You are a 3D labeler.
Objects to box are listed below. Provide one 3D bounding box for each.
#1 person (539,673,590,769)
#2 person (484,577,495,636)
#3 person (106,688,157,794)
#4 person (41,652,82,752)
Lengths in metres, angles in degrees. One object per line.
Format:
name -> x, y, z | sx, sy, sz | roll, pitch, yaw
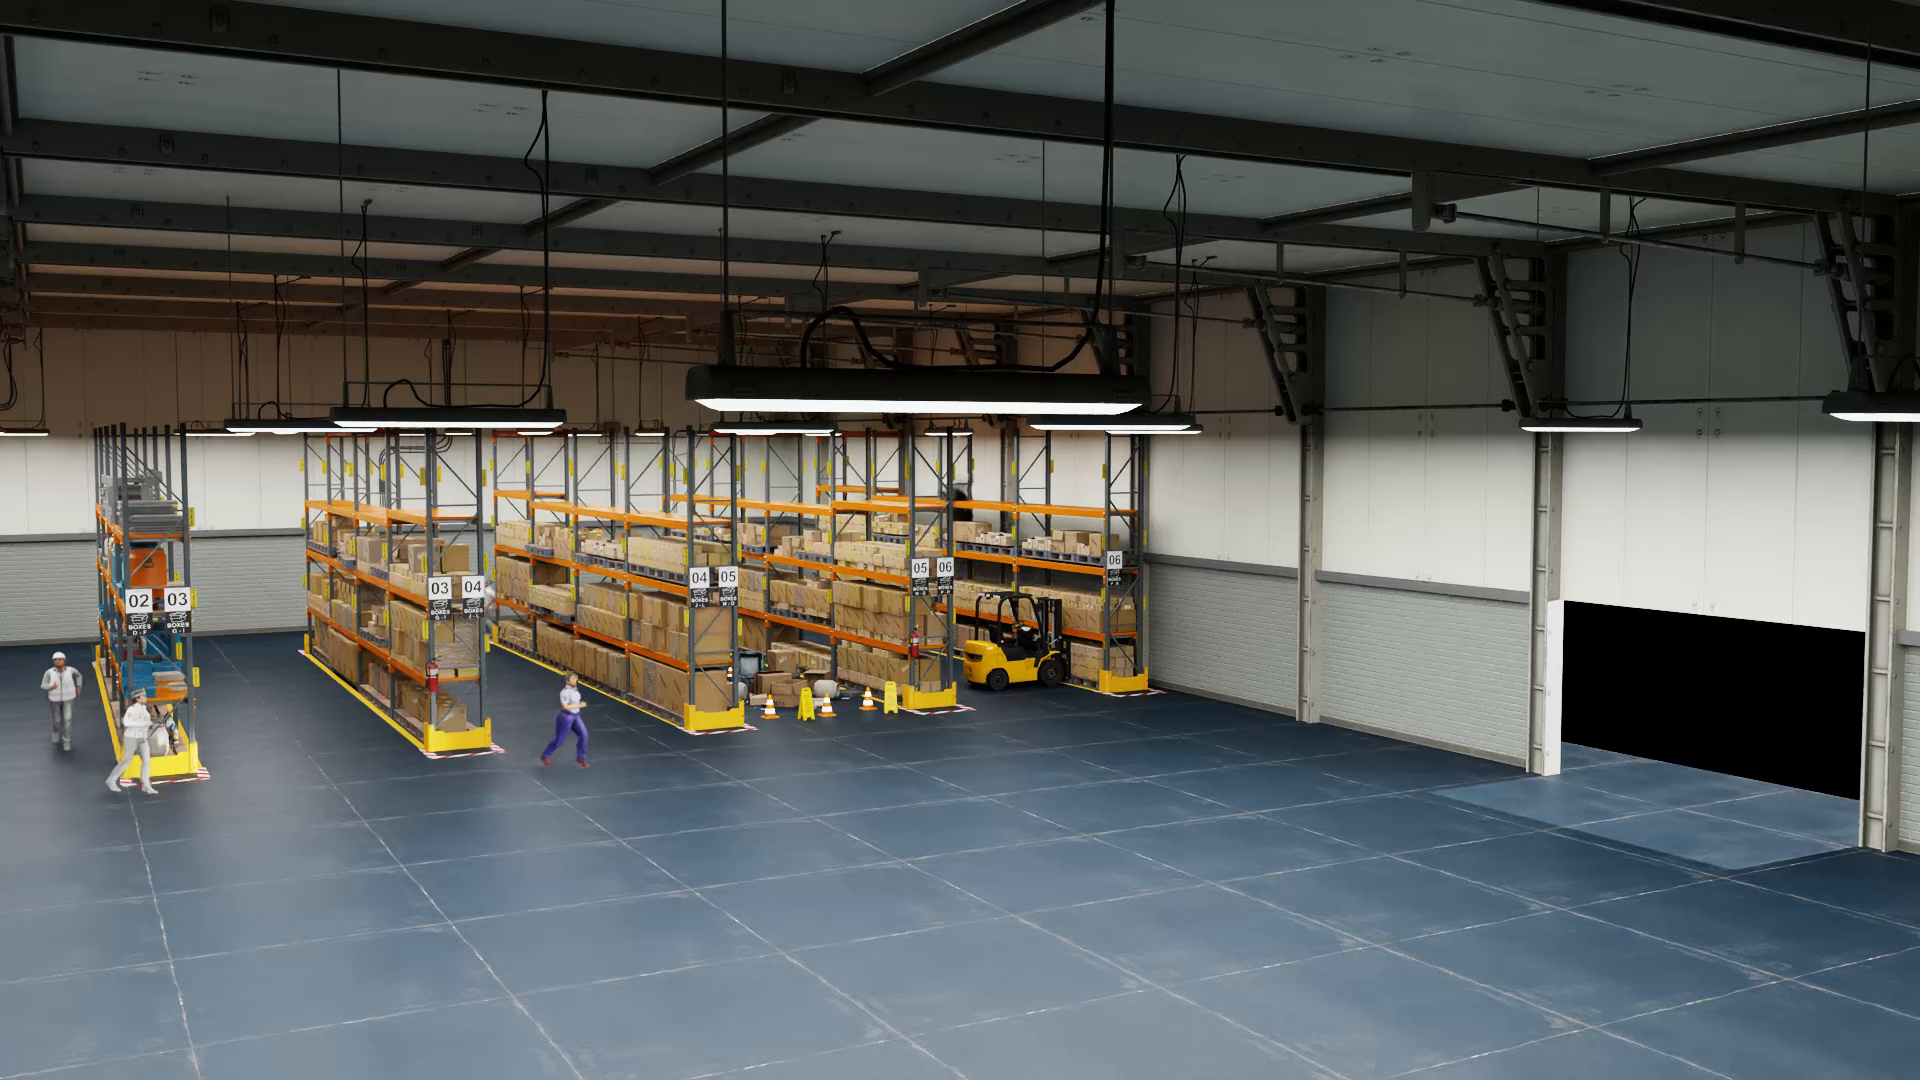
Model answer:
person -> -6.853, 3.156, 28.957 | 0.882, 1.697, 0.611 | 1, 4, 15
person -> -13.746, 1.943, 47.911 | 0.761, 1.746, 0.703 | -1, 4, -11
person -> -13.343, 3.247, 26.960 | 0.875, 1.703, 0.619 | 1, 4, 11
person -> -16.648, 2.969, 30.831 | 0.665, 1.806, 0.945 | -2, 4, -26
